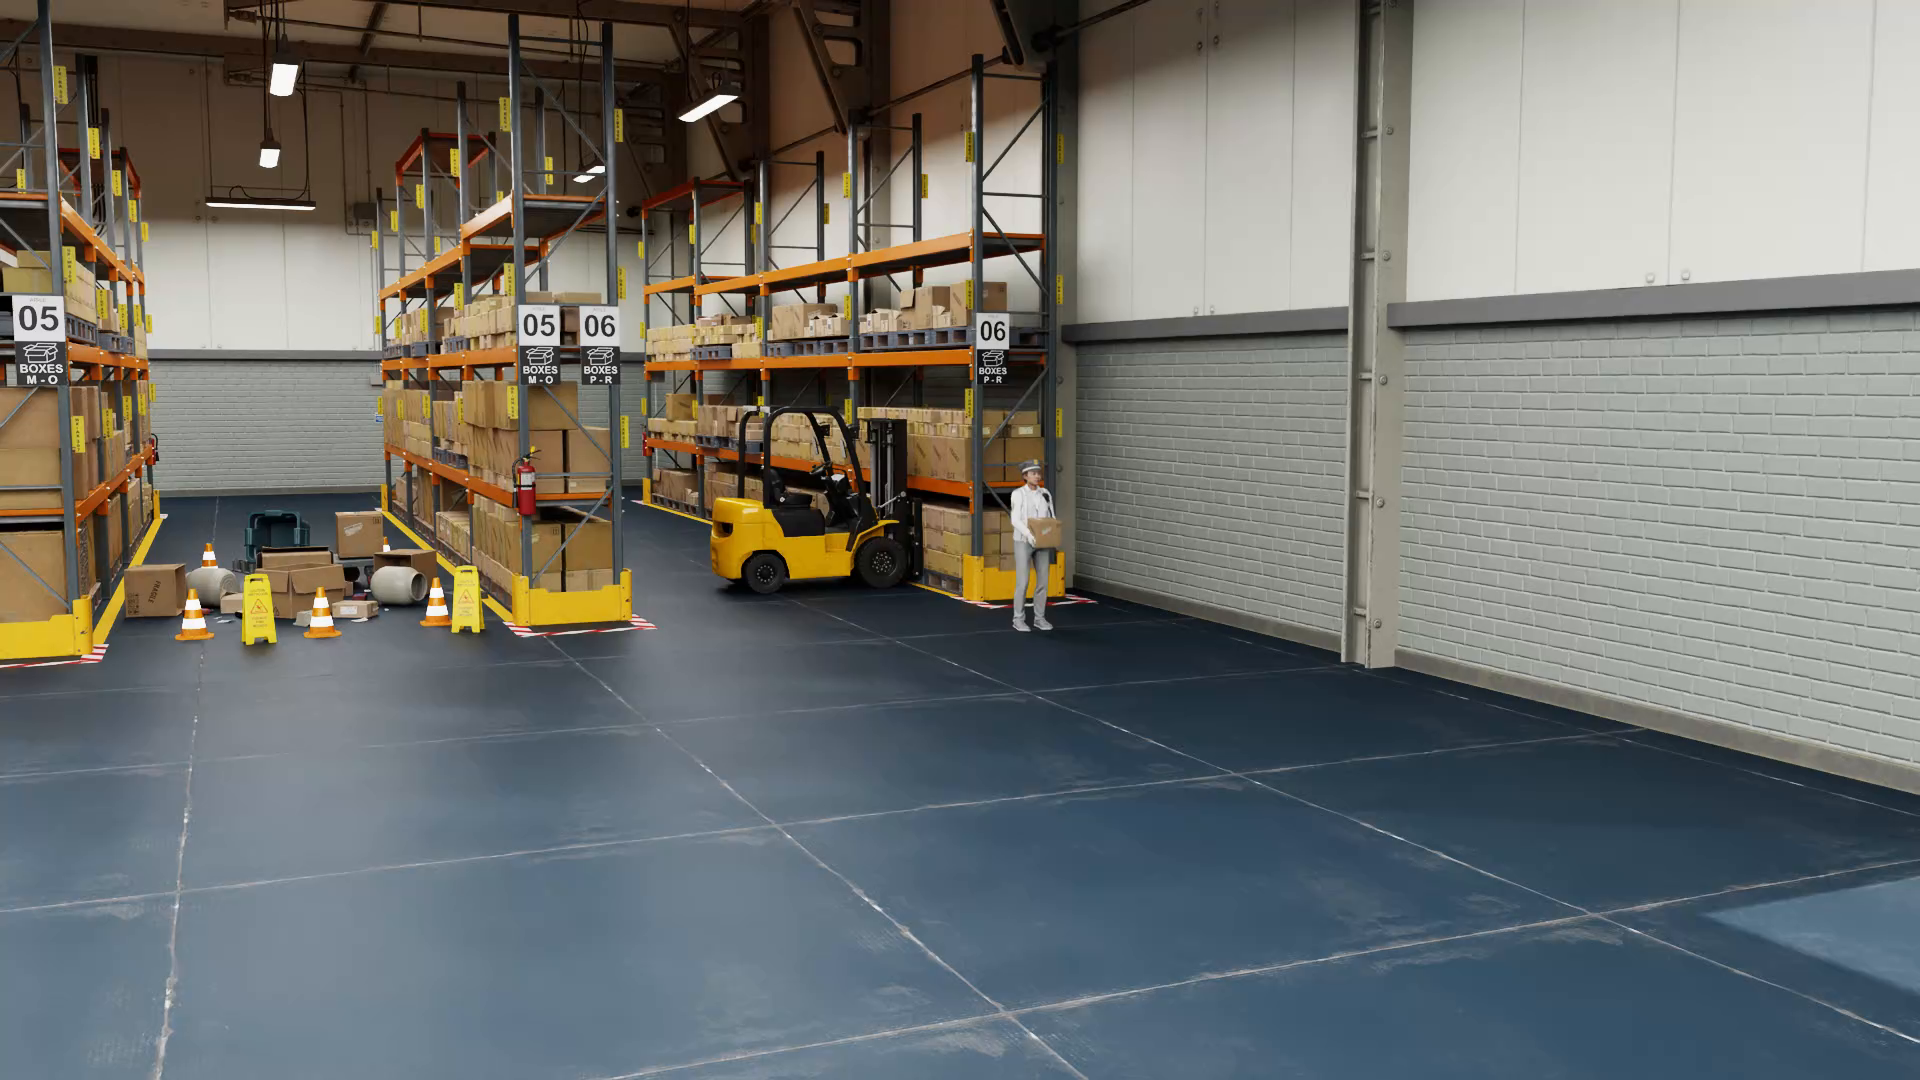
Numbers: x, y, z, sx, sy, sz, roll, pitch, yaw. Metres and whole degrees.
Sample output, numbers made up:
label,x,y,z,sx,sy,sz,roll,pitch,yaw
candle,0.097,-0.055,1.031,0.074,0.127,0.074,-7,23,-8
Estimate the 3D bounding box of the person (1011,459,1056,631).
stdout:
label,x,y,z,sx,sy,sz,roll,pitch,yaw
person,0.746,0.047,16.352,0.479,1.692,0.529,-2,6,-24
